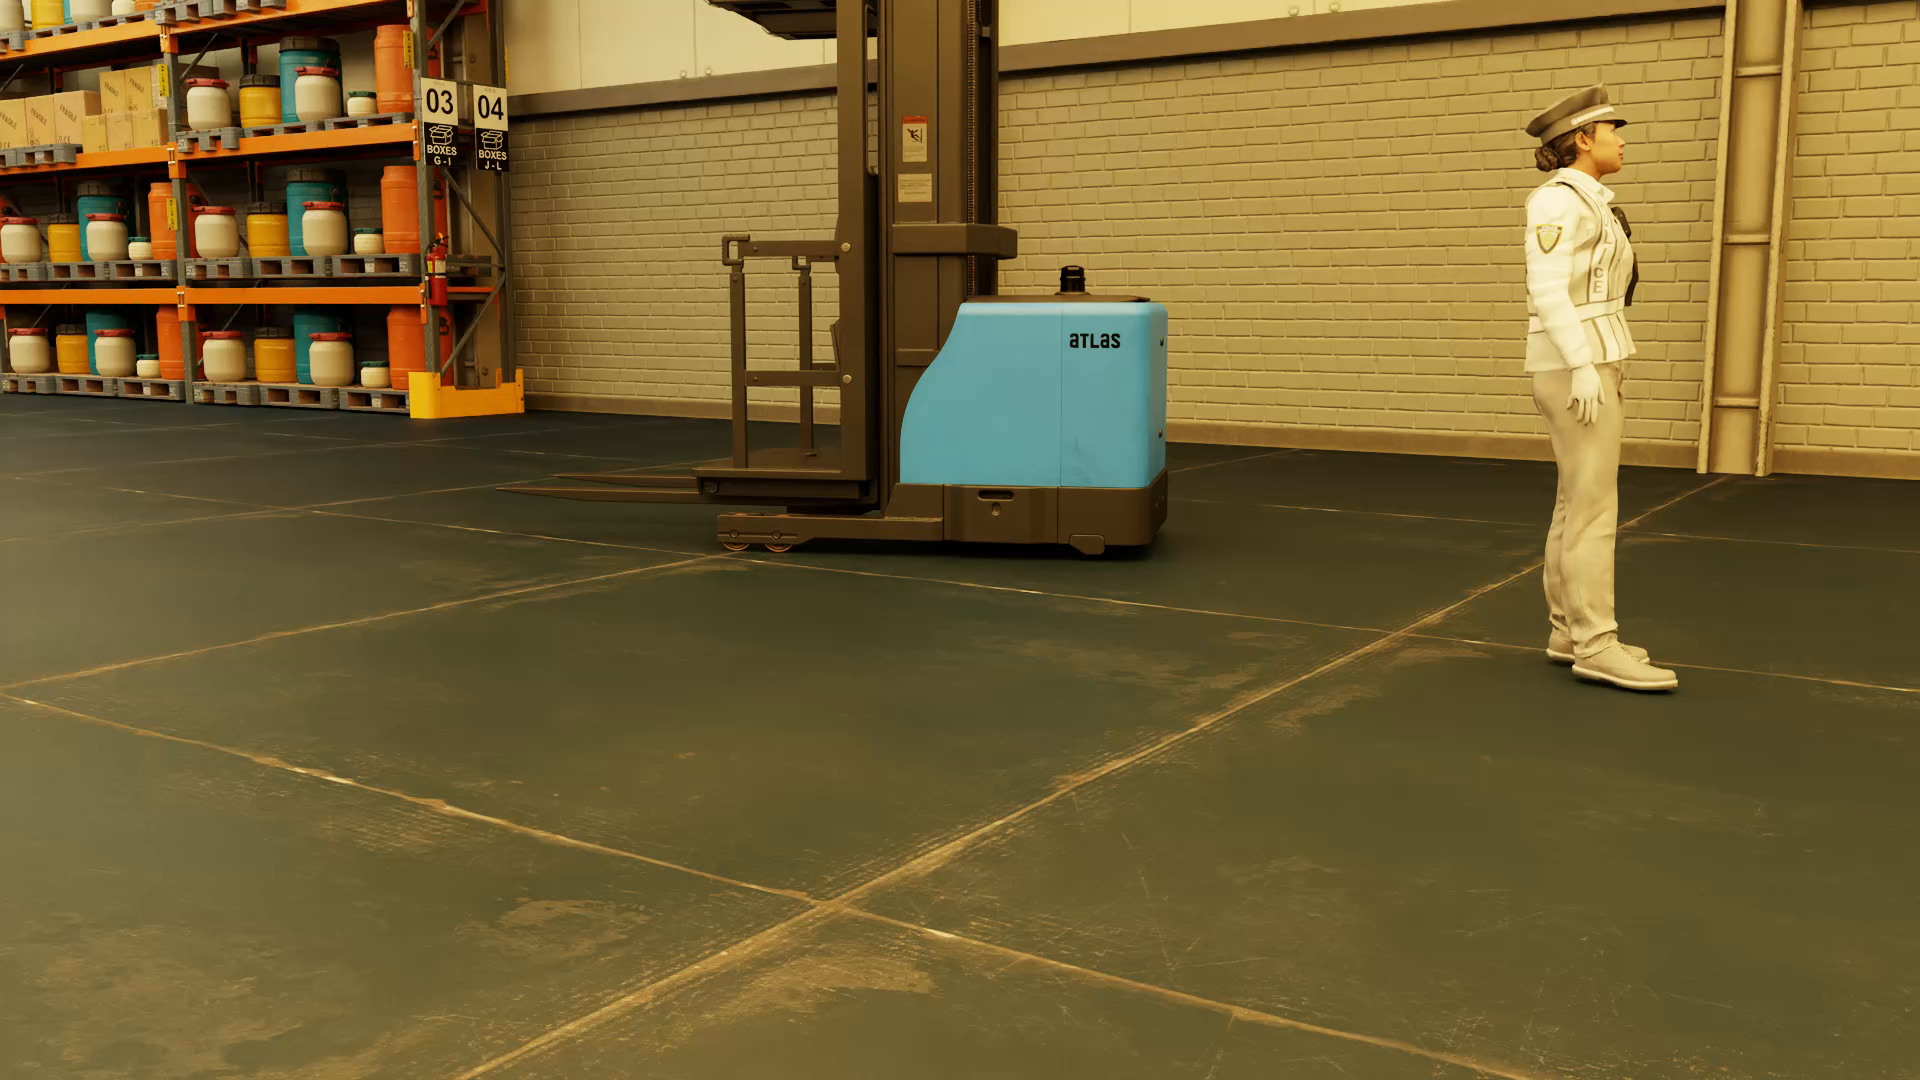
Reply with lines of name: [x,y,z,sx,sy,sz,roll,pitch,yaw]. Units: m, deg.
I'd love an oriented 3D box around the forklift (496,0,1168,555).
forklift: [-0.596,-1.469,7.520,3.031,2.935,1.130,2,8,12]

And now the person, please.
person: [1.875,-0.468,4.822,0.531,1.694,0.586,5,9,30]
